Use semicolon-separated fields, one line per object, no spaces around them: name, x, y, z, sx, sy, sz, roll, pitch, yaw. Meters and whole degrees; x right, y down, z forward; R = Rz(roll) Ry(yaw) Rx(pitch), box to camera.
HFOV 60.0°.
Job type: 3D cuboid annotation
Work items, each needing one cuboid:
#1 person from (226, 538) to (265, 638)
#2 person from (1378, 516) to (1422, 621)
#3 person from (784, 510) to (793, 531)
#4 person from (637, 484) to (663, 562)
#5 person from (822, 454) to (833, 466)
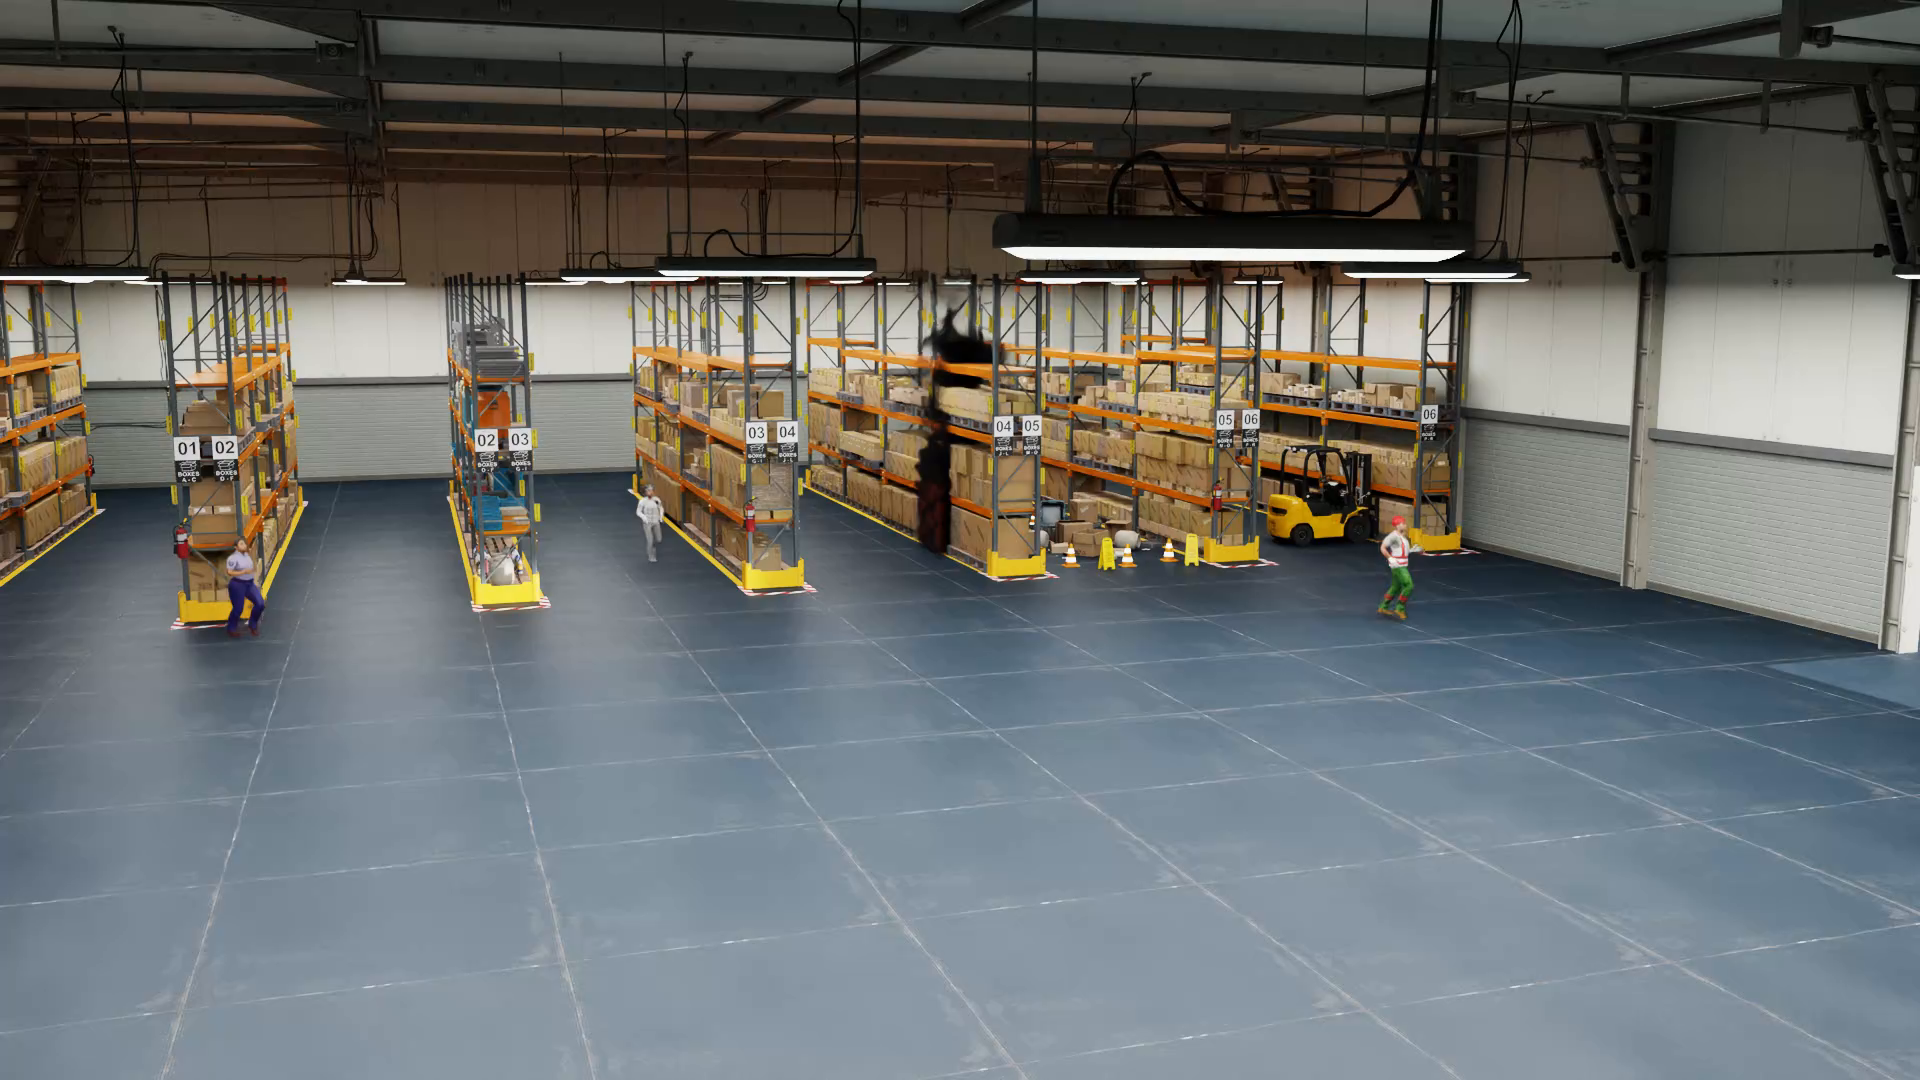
person;-11.801;0.826;27.370;0.639;1.674;0.586;3;9;20
person;7.652;0.495;28.937;0.709;1.834;0.634;4;9;24
person;-4.178;-1.116;39.641;0.668;1.759;0.856;-4;9;-22
person;-6.486;-0.359;34.970;0.592;1.651;0.539;-4;10;-25
person;-3.860;-2.569;49.934;0.681;1.586;0.553;-2;9;-16
